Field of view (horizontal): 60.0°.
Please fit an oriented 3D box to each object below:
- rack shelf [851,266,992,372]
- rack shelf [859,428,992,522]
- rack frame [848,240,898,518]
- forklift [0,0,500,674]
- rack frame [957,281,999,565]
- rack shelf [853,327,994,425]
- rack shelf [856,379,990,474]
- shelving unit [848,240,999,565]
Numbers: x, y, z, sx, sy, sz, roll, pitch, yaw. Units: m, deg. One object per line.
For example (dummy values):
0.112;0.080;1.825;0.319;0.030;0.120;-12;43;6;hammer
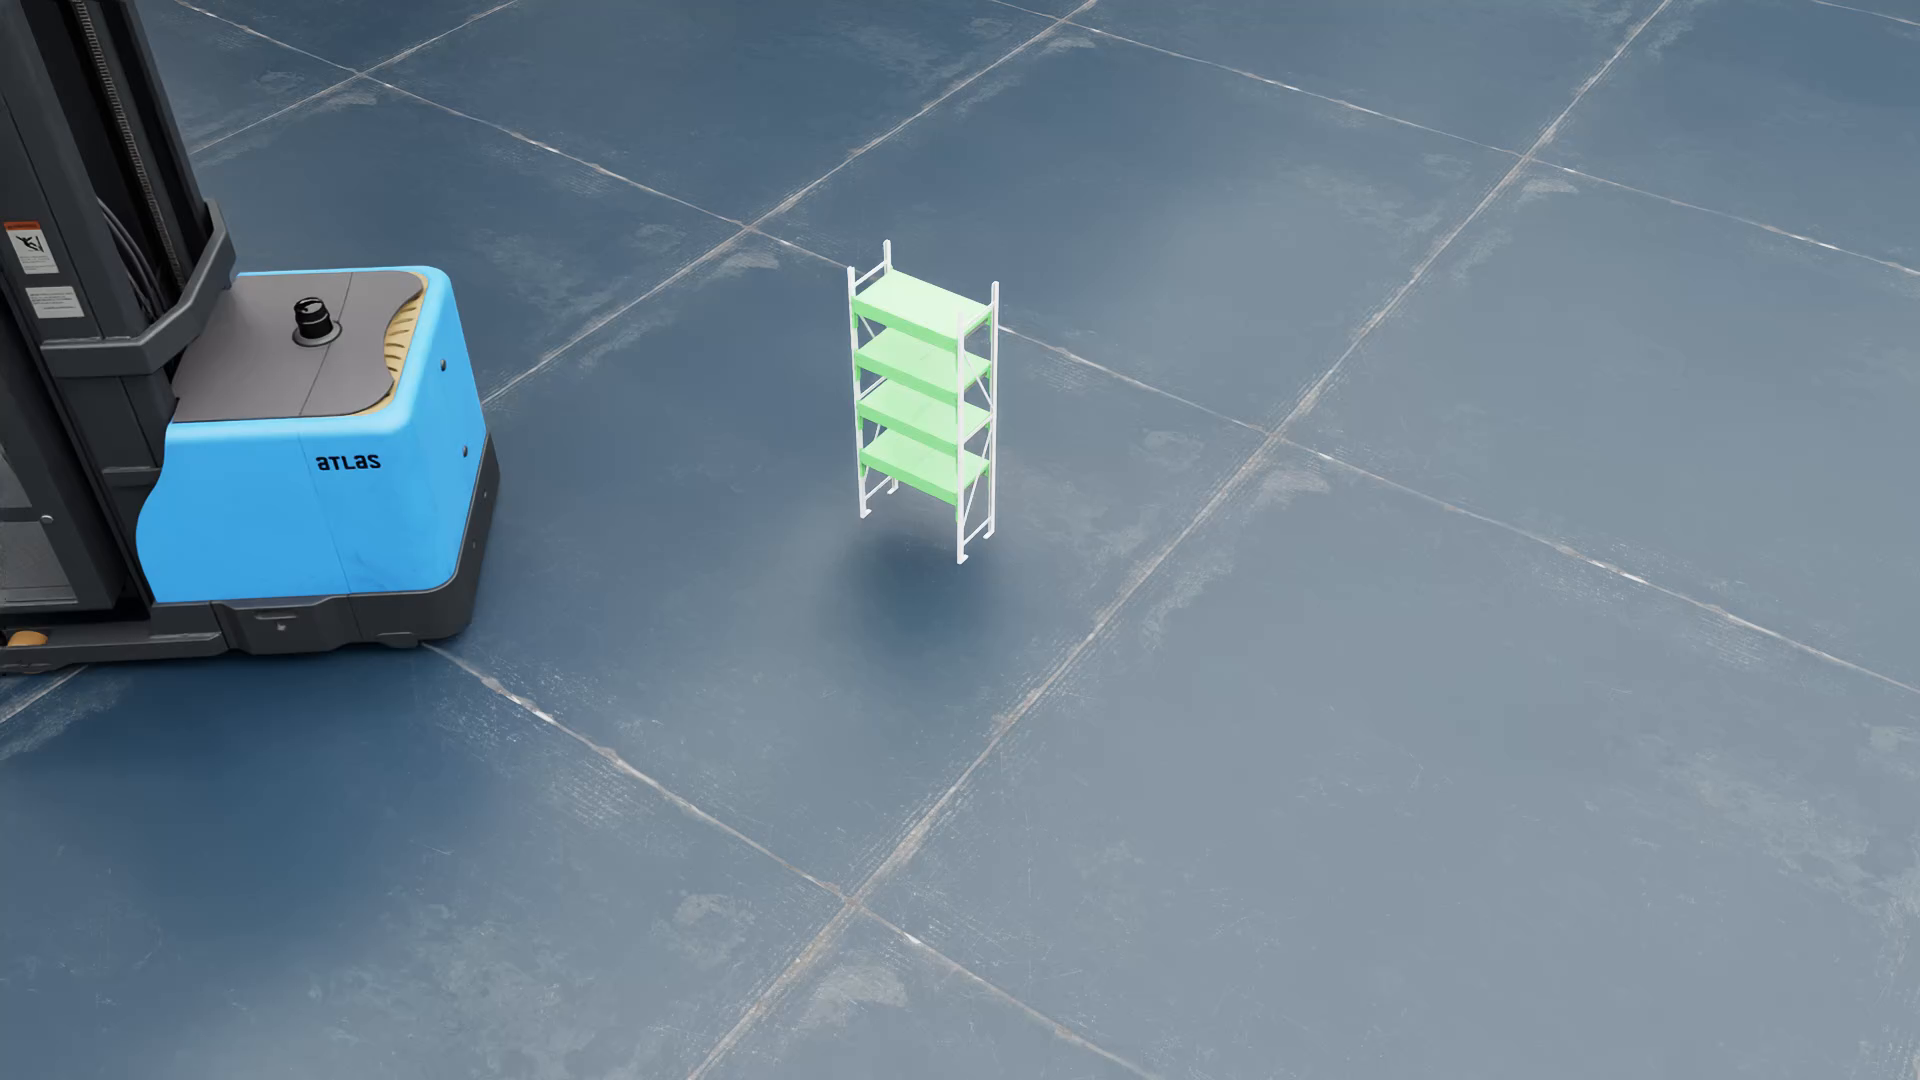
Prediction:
-0.136;-0.821;6.143;0.480;0.148;0.258;25;48;25;rack shelf
-0.136;-0.284;6.623;0.480;0.148;0.258;25;48;25;rack shelf
-0.335;-0.604;6.525;0.015;1.200;0.240;25;48;25;rack frame
-3.399;-0.952;5.616;3.031;2.935;1.130;-3;42;-3;forklift
0.064;-0.417;6.316;0.015;1.200;0.240;25;48;25;rack frame
-0.136;-0.642;6.303;0.480;0.148;0.258;25;48;25;rack shelf
-0.136;-0.463;6.463;0.480;0.148;0.258;25;48;25;rack shelf
-0.136;-0.511;6.421;0.503;1.200;0.258;25;48;25;shelving unit
